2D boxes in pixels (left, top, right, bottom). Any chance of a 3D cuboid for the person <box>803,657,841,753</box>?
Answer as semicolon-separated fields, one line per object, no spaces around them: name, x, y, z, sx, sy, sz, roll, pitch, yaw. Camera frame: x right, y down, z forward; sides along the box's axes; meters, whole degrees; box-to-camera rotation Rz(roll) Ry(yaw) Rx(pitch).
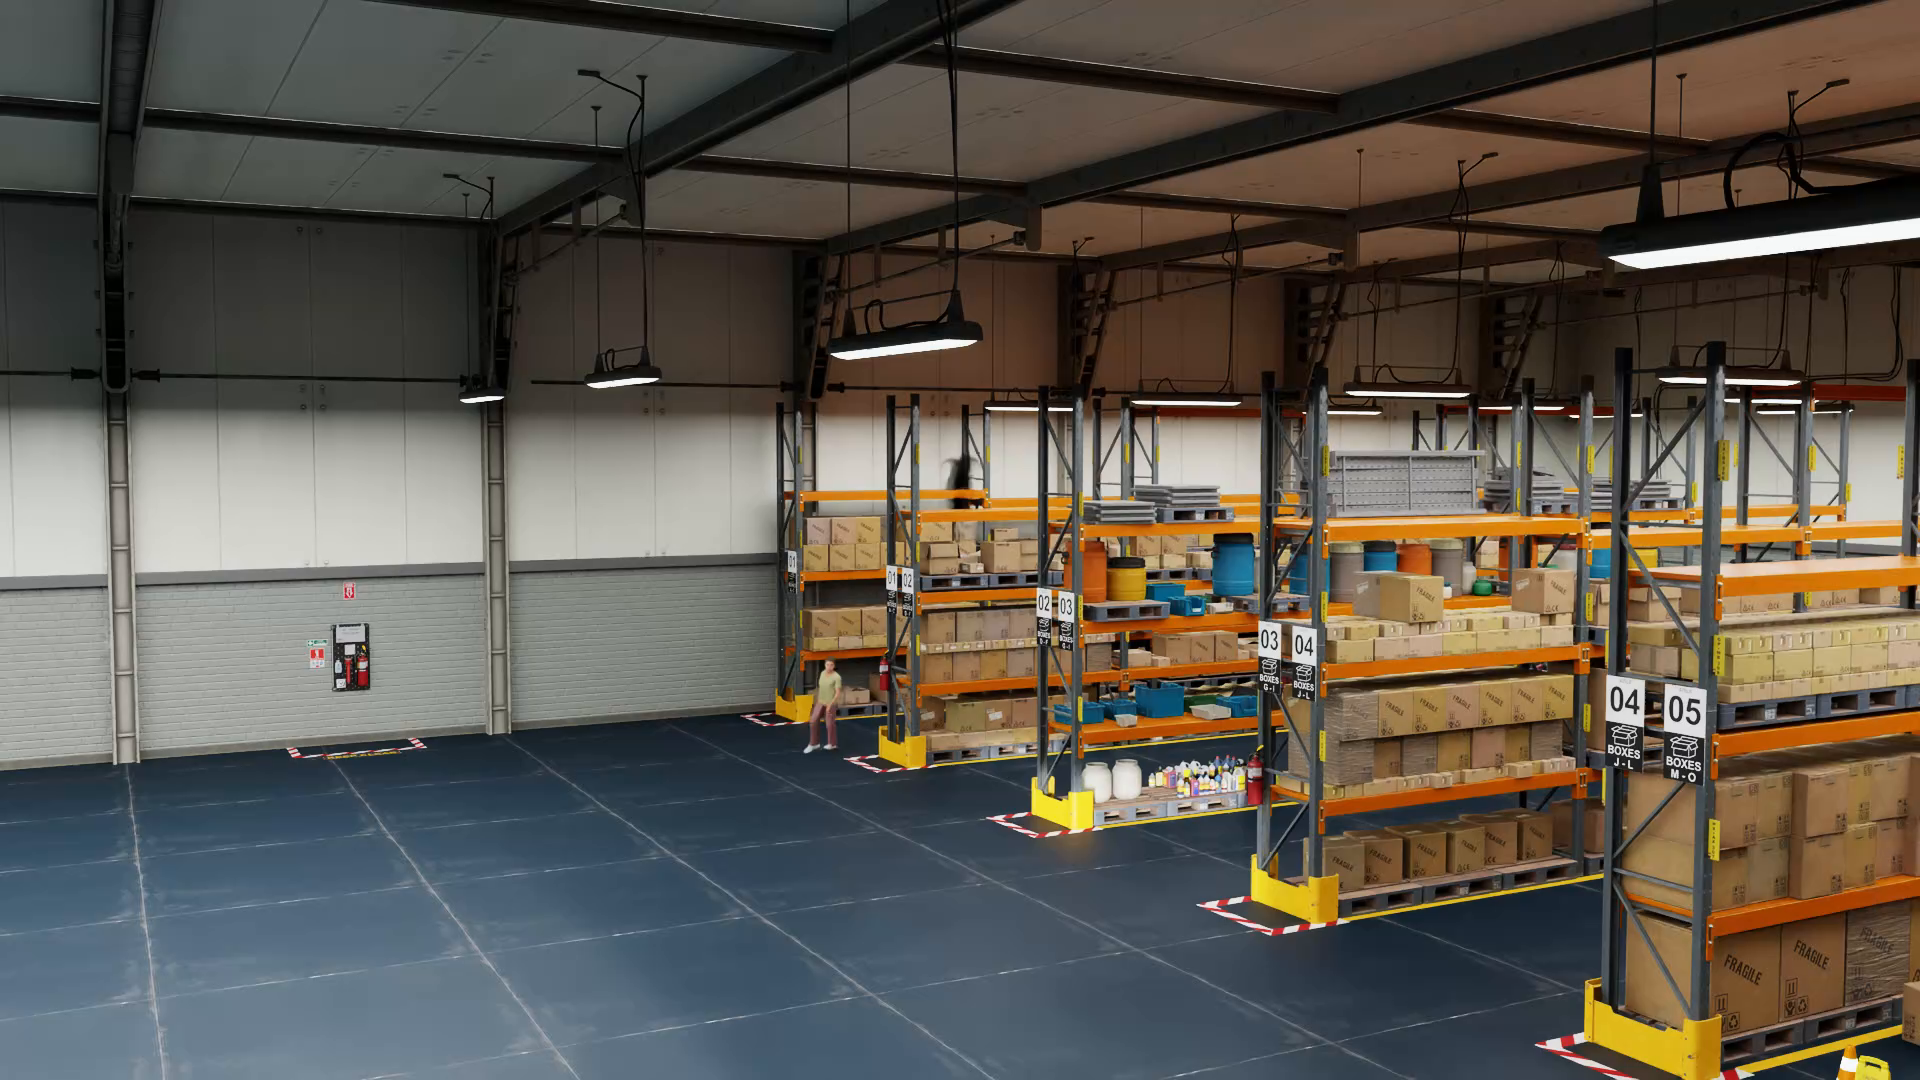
person;-2.228;2.746;27.887;0.638;1.631;0.653;2;4;26
